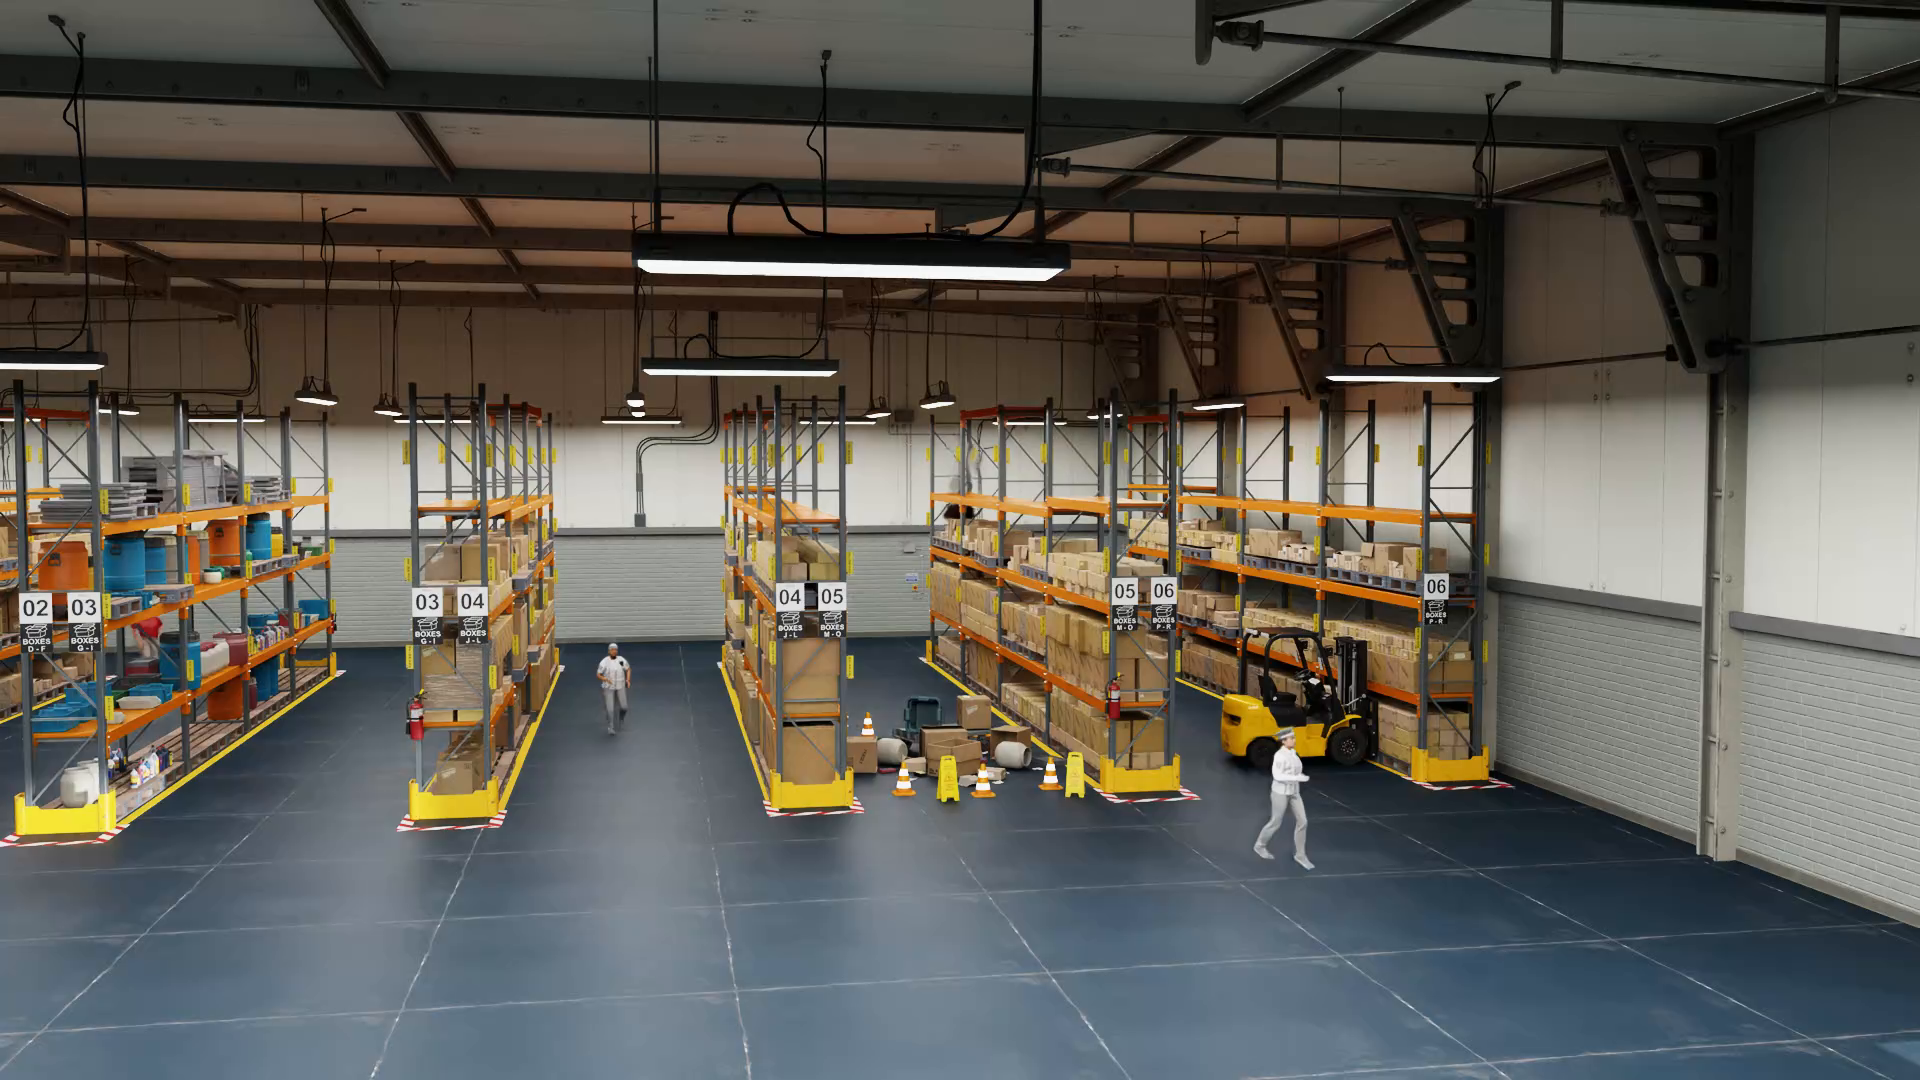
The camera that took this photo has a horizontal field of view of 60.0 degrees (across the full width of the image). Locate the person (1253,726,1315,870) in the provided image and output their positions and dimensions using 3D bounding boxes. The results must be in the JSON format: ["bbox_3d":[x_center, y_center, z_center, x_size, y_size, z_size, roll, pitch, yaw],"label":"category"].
[{"bbox_3d":[3.931,3.123,20.253,0.779,1.743,0.599,3,4,43],"label":"person"}]

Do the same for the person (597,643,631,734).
[{"bbox_3d":[-6.194,2.677,29.867,0.639,1.632,0.549,-1,3,-21],"label":"person"}]

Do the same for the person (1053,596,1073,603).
[{"bbox_3d":[2.366,1.893,38.750,0.601,1.886,0.822,-1,3,-23],"label":"person"}]

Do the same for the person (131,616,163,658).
[{"bbox_3d":[-18.026,2.296,36.977,0.692,1.694,0.539,-3,4,-45],"label":"person"}]
